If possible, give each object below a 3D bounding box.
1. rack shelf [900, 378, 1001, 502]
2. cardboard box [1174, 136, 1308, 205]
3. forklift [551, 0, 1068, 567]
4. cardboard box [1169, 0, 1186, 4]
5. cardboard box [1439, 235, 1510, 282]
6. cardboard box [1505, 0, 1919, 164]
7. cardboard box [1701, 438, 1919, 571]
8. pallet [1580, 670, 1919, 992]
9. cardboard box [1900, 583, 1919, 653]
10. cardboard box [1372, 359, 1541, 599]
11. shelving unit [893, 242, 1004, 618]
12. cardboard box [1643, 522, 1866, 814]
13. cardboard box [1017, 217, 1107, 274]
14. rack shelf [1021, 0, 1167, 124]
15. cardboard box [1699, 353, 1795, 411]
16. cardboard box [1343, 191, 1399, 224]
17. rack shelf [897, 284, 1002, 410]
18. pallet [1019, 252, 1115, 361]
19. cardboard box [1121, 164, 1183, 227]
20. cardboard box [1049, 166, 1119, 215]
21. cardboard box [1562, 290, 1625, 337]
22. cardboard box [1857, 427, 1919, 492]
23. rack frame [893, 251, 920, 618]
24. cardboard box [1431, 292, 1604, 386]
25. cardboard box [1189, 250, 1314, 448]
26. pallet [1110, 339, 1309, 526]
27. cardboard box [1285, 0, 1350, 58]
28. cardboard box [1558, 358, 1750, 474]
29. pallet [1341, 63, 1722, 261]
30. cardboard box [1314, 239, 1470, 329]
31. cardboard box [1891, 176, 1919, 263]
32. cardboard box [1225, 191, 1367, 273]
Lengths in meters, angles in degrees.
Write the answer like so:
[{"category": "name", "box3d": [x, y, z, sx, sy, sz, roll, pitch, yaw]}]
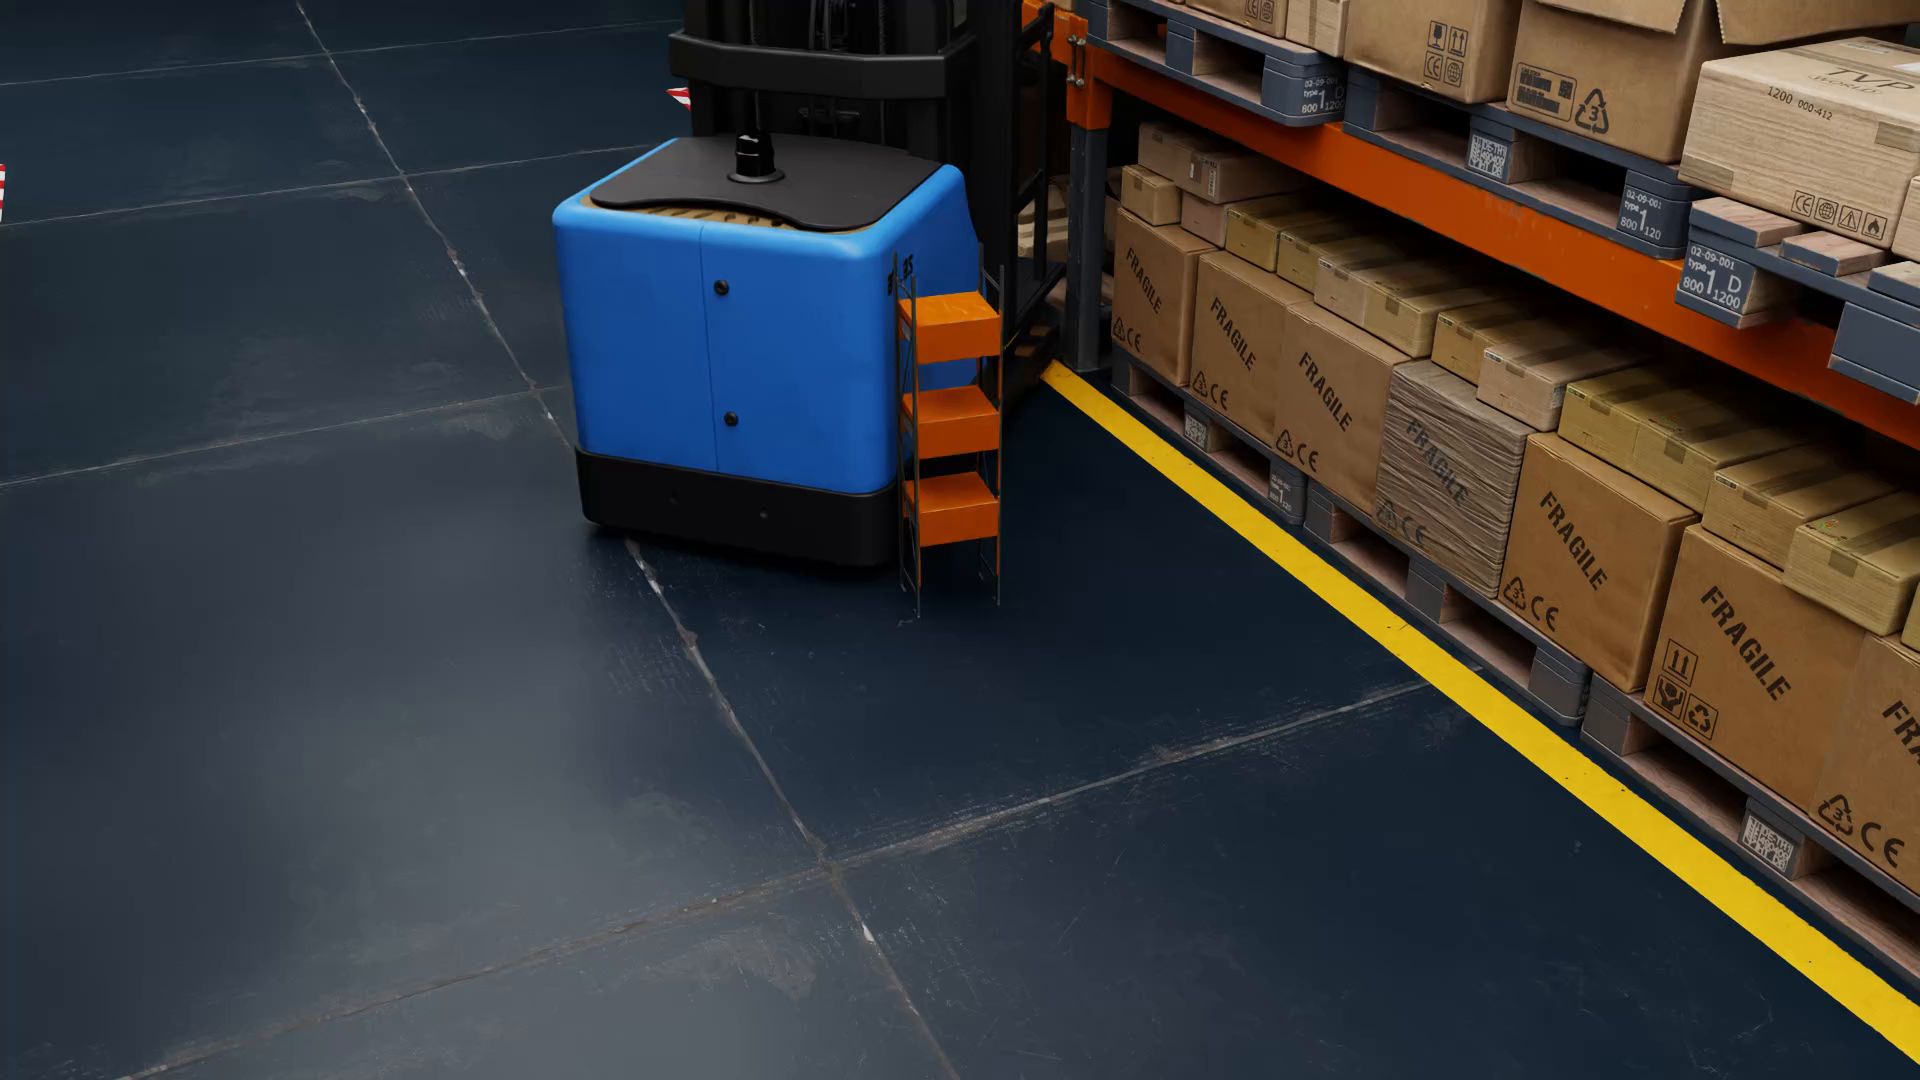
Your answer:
[{"category": "rack shelf", "box3d": [-0.032, -0.285, 4.706, 0.240, 0.259, 0.215, -8, 30, -15]}, {"category": "cardboard box", "box3d": [0.946, -1.256, 5.582, 0.380, 0.149, 0.250, -15, 32, -24]}, {"category": "forklift", "box3d": [-0.251, -1.904, 5.649, 1.130, 2.935, 3.031, 9, 31, 16]}, {"category": "cardboard box", "box3d": [0.883, -2.035, 5.281, 0.700, 0.500, 0.500, -12, 32, -21]}, {"category": "cardboard box", "box3d": [1.729, -0.882, 5.219, 0.380, 0.149, 0.250, -12, 32, -21]}, {"category": "cardboard box", "box3d": [1.727, -1.213, 3.811, 0.797, 0.503, 0.637, -14, 32, -23]}, {"category": "cardboard box", "box3d": [1.936, -0.083, 3.794, 0.380, 0.149, 0.250, -14, 32, -24]}, {"category": "pallet", "box3d": [2.309, 0.576, 4.007, 1.003, 0.211, 1.213, -13, 32, -22]}, {"category": "cardboard box", "box3d": [2.154, 0.157, 3.367, 0.380, 0.149, 0.250, -15, 32, -24]}, {"category": "cardboard box", "box3d": [1.547, -0.216, 4.695, 0.500, 0.500, 0.500, -14, 32, -24]}, {"category": "shelving unit", "box3d": [-0.032, -0.294, 4.700, 0.252, 1.050, 0.215, -8, 30, -15]}, {"category": "cardboard box", "box3d": [2.014, 0.240, 3.882, 0.500, 0.500, 0.500, -14, 32, -23]}, {"category": "cardboard box", "box3d": [0.373, -1.193, 6.797, 0.380, 0.149, 0.250, -14, 32, -23]}, {"category": "rack shelf", "box3d": [0.019, -2.639, 7.625, 1.077, 0.370, 4.000, -13, 32, -22]}, {"category": "cardboard box", "box3d": [2.195, -0.435, 4.422, 0.380, 0.149, 0.250, -14, 32, -23]}, {"category": "cardboard box", "box3d": [1.526, -1.122, 5.648, 0.380, 0.149, 0.250, -13, 32, -21]}, {"category": "rack shelf", "box3d": [-0.032, -0.532, 4.567, 0.240, 0.259, 0.215, -8, 30, -15]}, {"category": "pallet", "box3d": [0.584, -1.157, 7.097, 1.003, 0.211, 1.213, -13, 32, -22]}, {"category": "cardboard box", "box3d": [0.791, -1.231, 5.841, 0.380, 0.149, 0.250, -12, 31, -20]}, {"category": "cardboard box", "box3d": [0.621, -1.542, 7.419, 0.380, 0.149, 0.250, -14, 32, -23]}, {"category": "cardboard box", "box3d": [1.972, -0.662, 4.827, 0.380, 0.149, 0.250, -14, 32, -24]}, {"category": "cardboard box", "box3d": [2.384, -0.190, 3.985, 0.380, 0.149, 0.250, -13, 32, -21]}, {"category": "rack frame", "box3d": [-0.149, -0.276, 4.669, 0.008, 1.050, 0.200, -8, 30, -15]}, {"category": "cardboard box", "box3d": [1.551, -0.554, 4.634, 0.380, 0.149, 0.250, -13, 32, -22]}, {"category": "cardboard box", "box3d": [1.120, -0.668, 5.501, 0.500, 0.500, 0.500, -14, 32, -23]}, {"category": "pallet", "box3d": [1.261, -0.502, 5.929, 1.003, 0.211, 1.213, -13, 32, -22]}, {"category": "cardboard box", "box3d": [1.128, -1.500, 4.565, 0.396, 0.266, 0.258, -12, 31, -20]}, {"category": "cardboard box", "box3d": [1.756, -0.319, 4.215, 0.380, 0.149, 0.250, -14, 32, -23]}, {"category": "pallet", "box3d": [1.756, -1.077, 4.300, 1.003, 0.211, 1.213, -13, 32, -22]}, {"category": "cardboard box", "box3d": [1.304, -0.777, 5.032, 0.380, 0.149, 0.250, -13, 32, -22]}, {"category": "cardboard box", "box3d": [1.966, -0.586, 3.055, 0.380, 0.149, 0.250, -12, 32, -21]}, {"category": "cardboard box", "box3d": [1.101, -1.014, 5.454, 0.380, 0.149, 0.250, -15, 33, -25]}]
